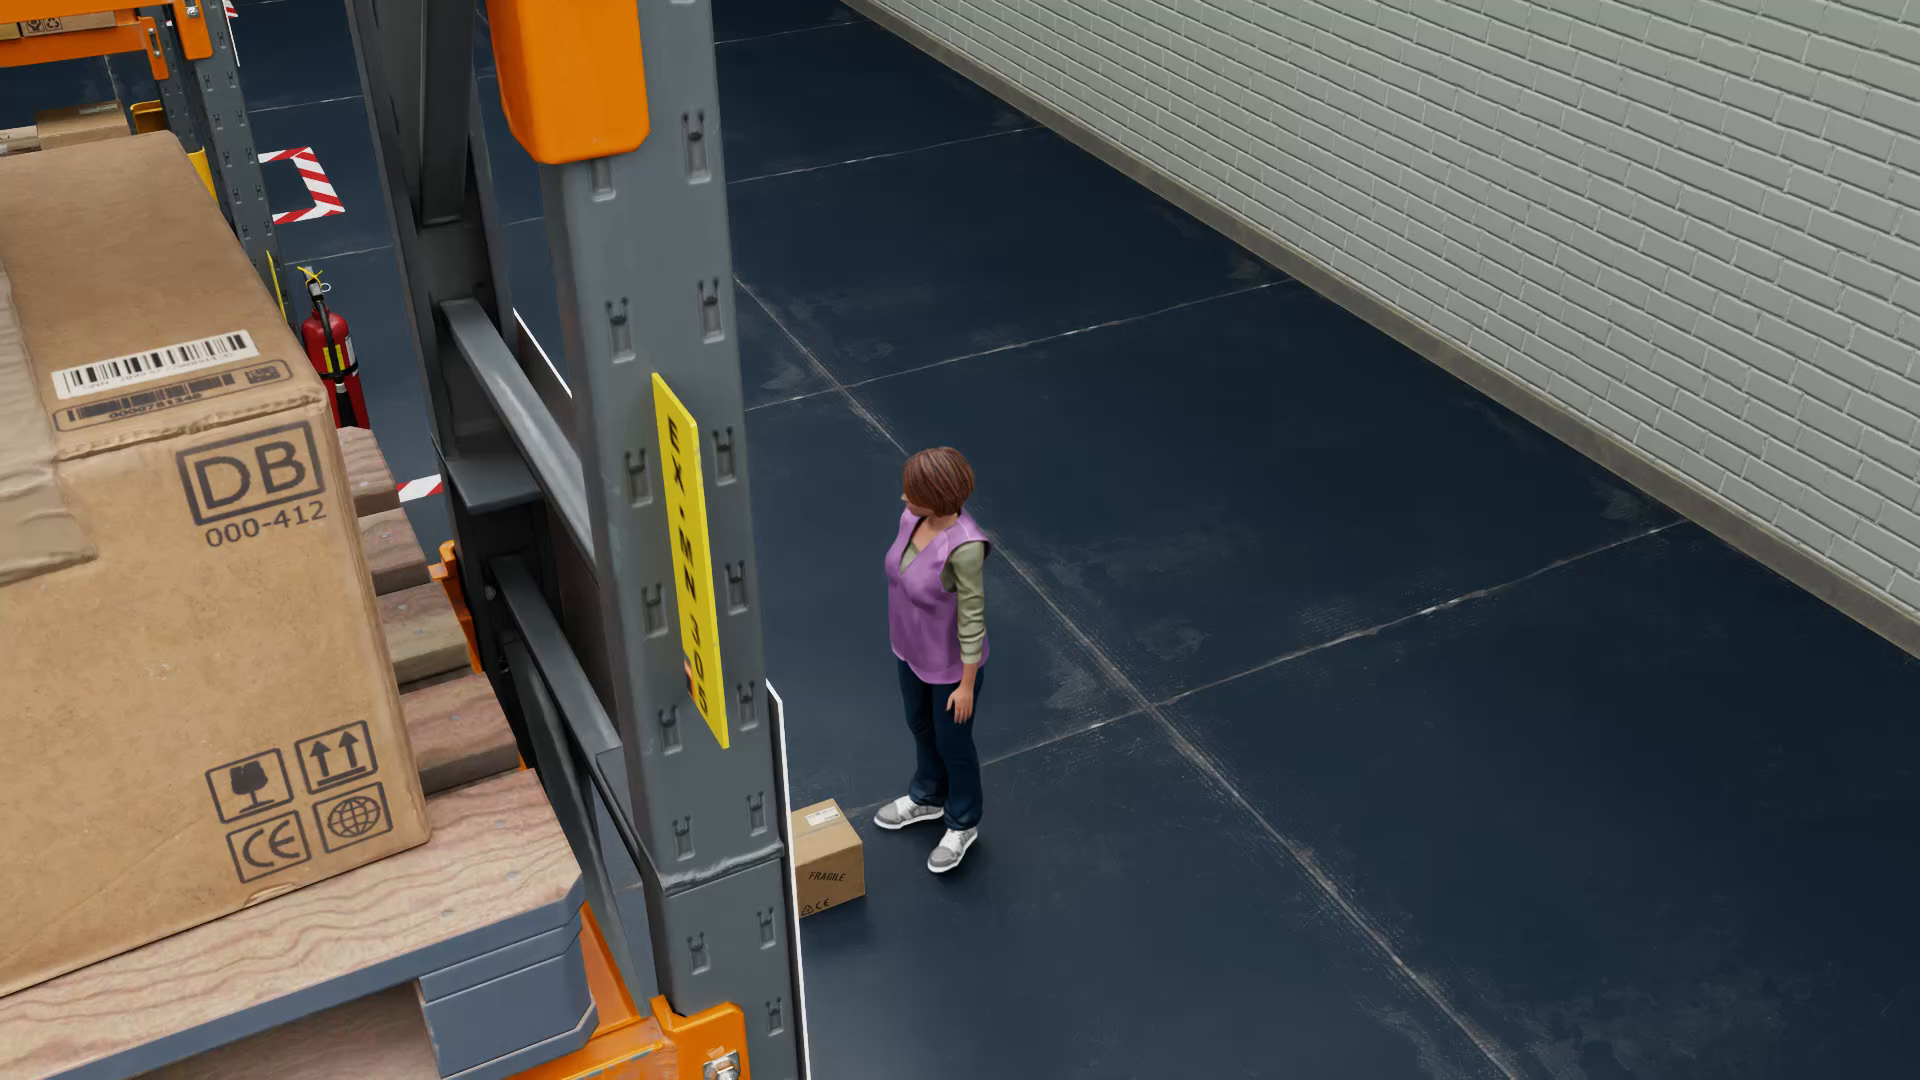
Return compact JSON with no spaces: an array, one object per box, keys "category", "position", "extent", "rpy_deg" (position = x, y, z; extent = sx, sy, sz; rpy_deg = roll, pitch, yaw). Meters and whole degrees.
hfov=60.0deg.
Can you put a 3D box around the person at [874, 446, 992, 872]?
[{"category":"person","position":[-0.073,0.396,5.508],"extent":[0.323,1.606,0.435],"rpy_deg":[-20,39,-28]}]
